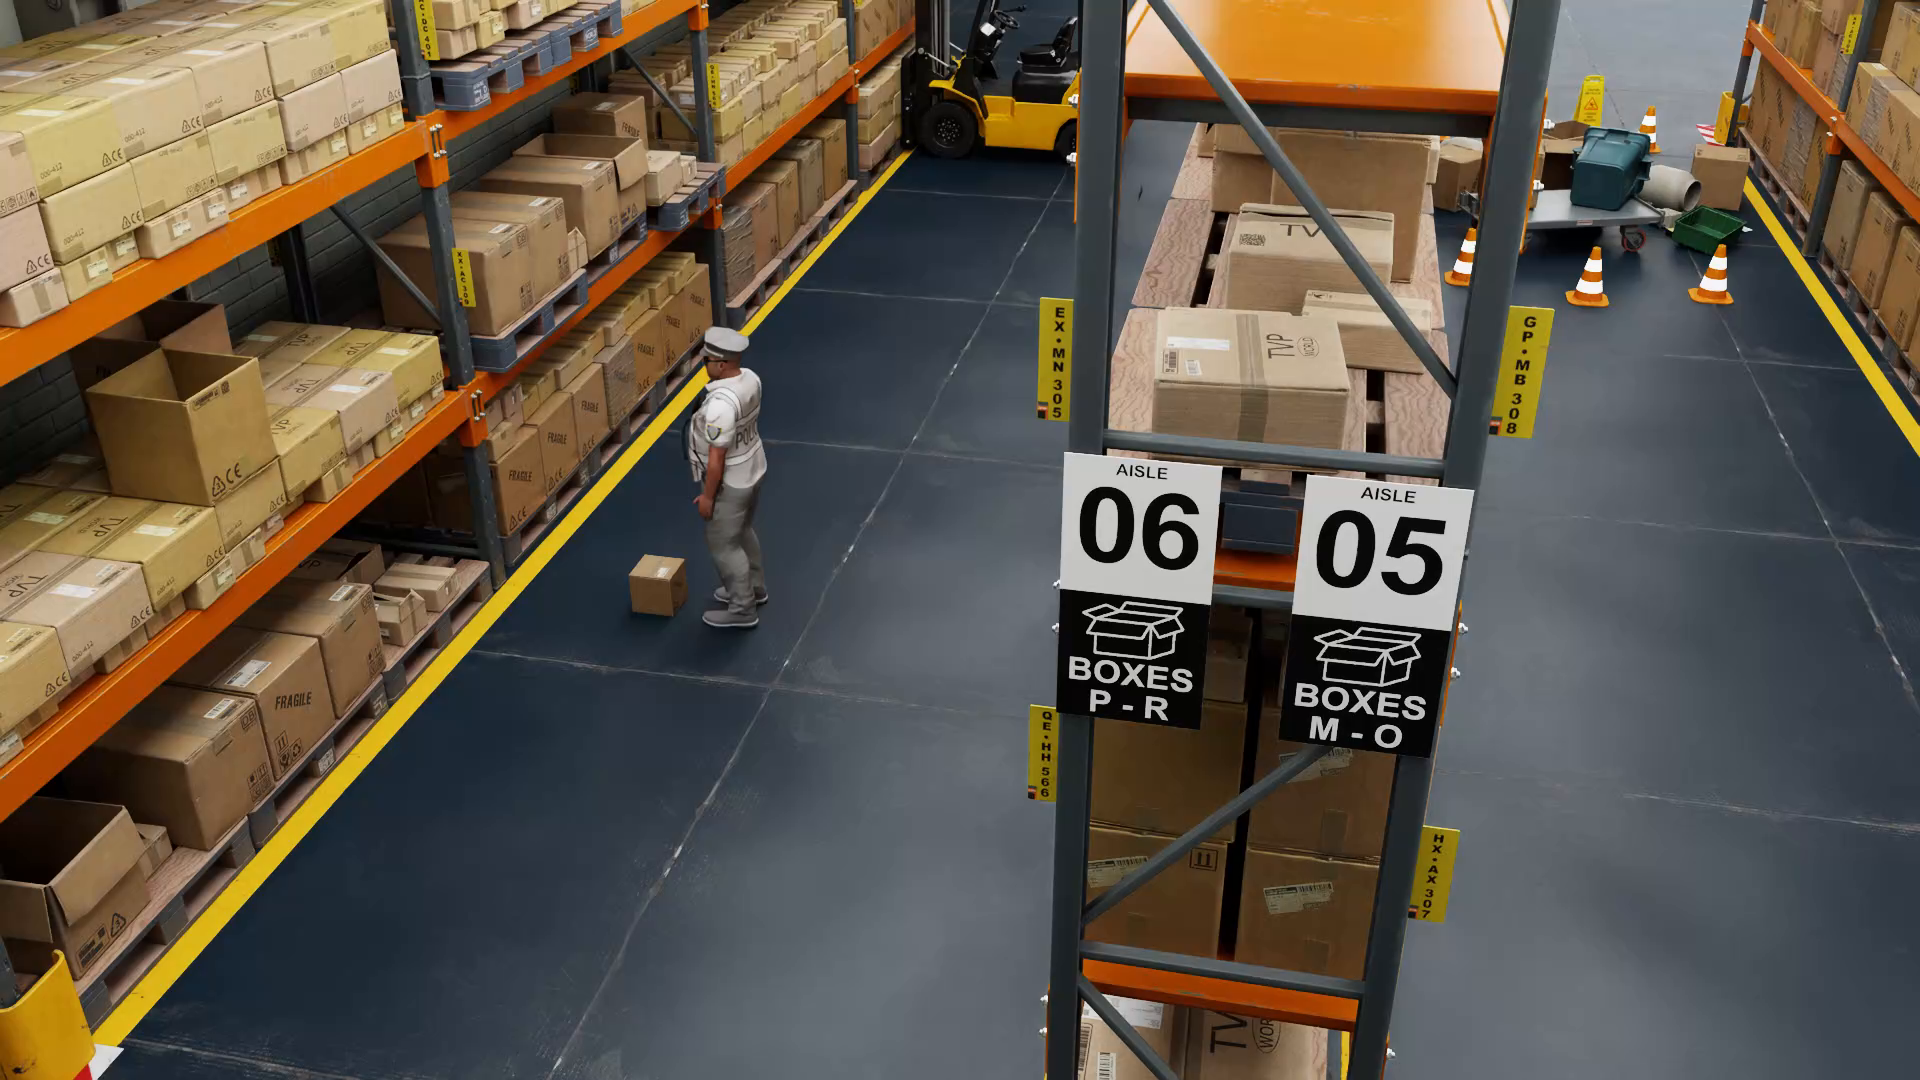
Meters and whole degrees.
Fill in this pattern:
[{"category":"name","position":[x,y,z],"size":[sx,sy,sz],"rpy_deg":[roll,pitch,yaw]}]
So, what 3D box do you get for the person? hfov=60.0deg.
[{"category":"person","position":[-1.293,-0.344,9.235],"size":[0.397,1.762,0.534],"rpy_deg":[7,29,12]}]
